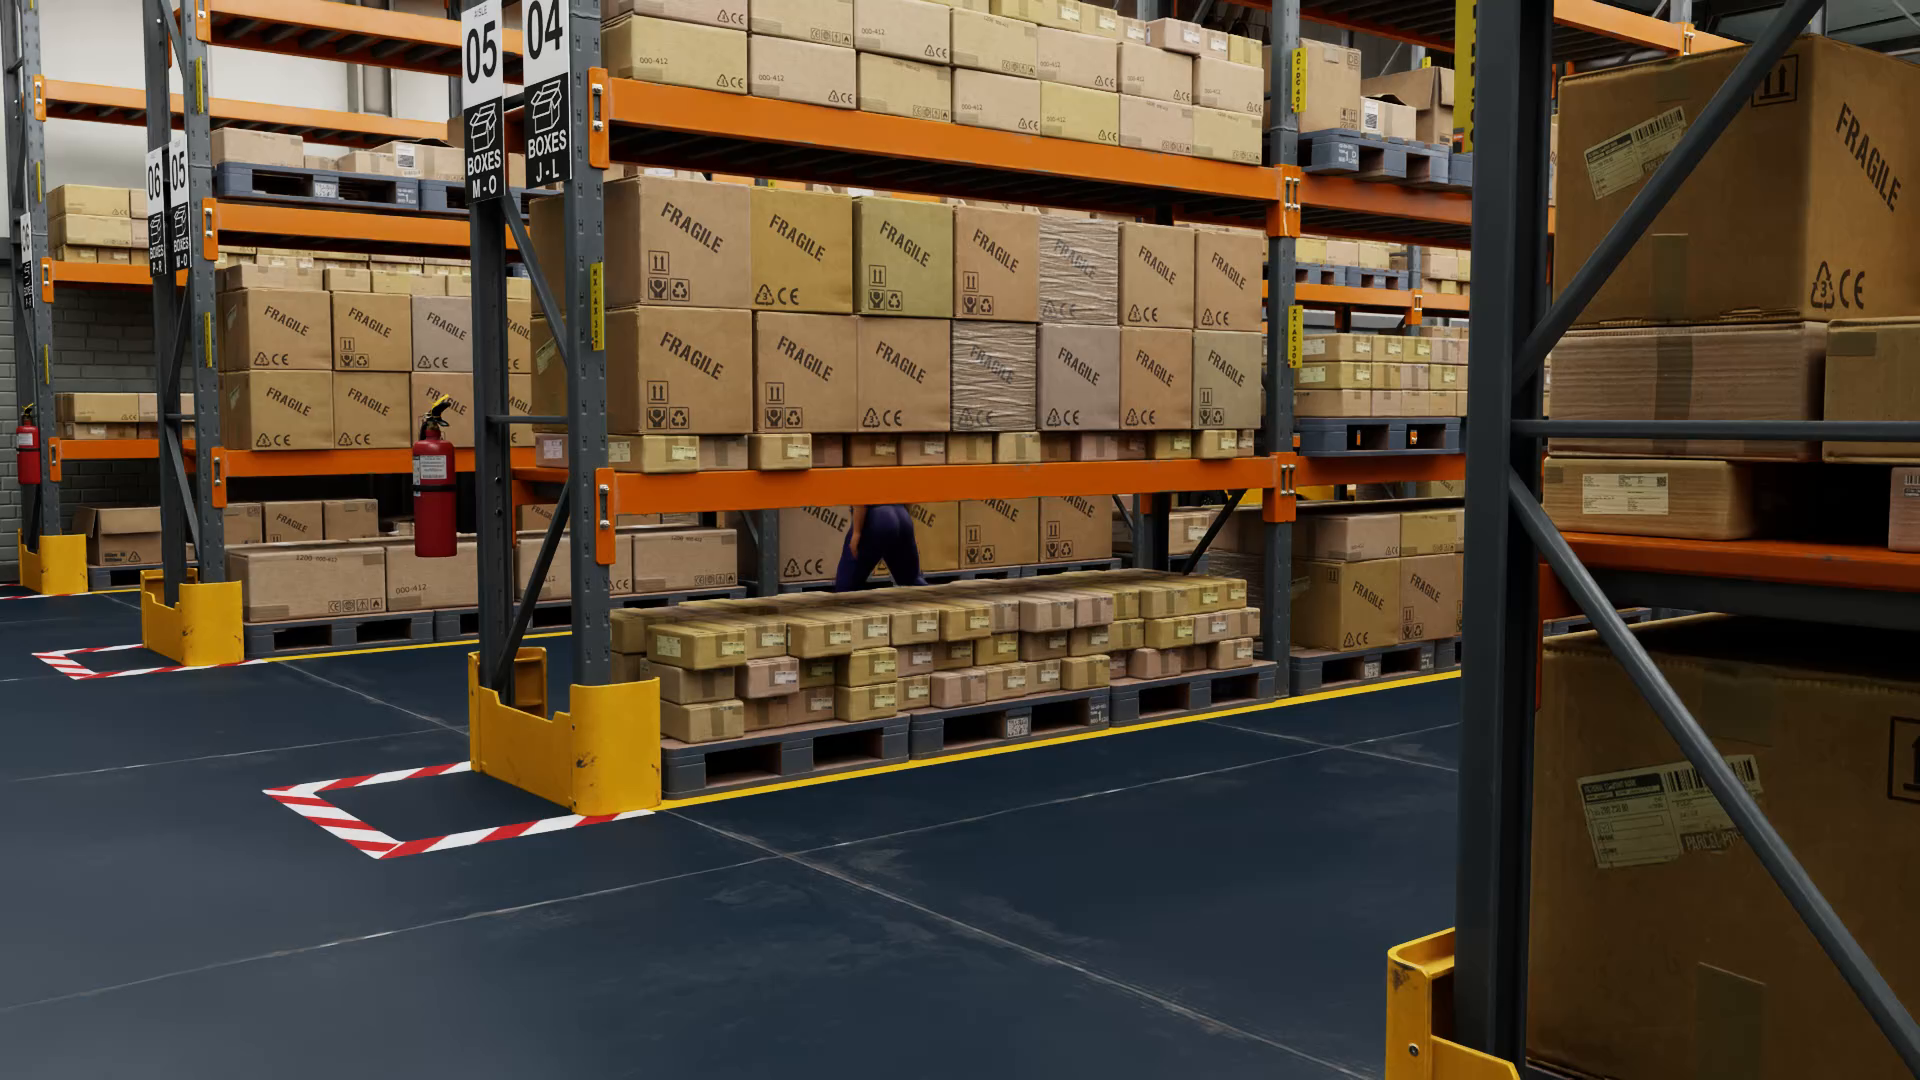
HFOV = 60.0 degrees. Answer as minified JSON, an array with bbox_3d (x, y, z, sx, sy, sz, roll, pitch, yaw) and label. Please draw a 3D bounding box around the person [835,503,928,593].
[{"bbox_3d":[-0.459,-0.065,10.277,0.859,1.599,0.659,2,5,26],"label":"person"}]
